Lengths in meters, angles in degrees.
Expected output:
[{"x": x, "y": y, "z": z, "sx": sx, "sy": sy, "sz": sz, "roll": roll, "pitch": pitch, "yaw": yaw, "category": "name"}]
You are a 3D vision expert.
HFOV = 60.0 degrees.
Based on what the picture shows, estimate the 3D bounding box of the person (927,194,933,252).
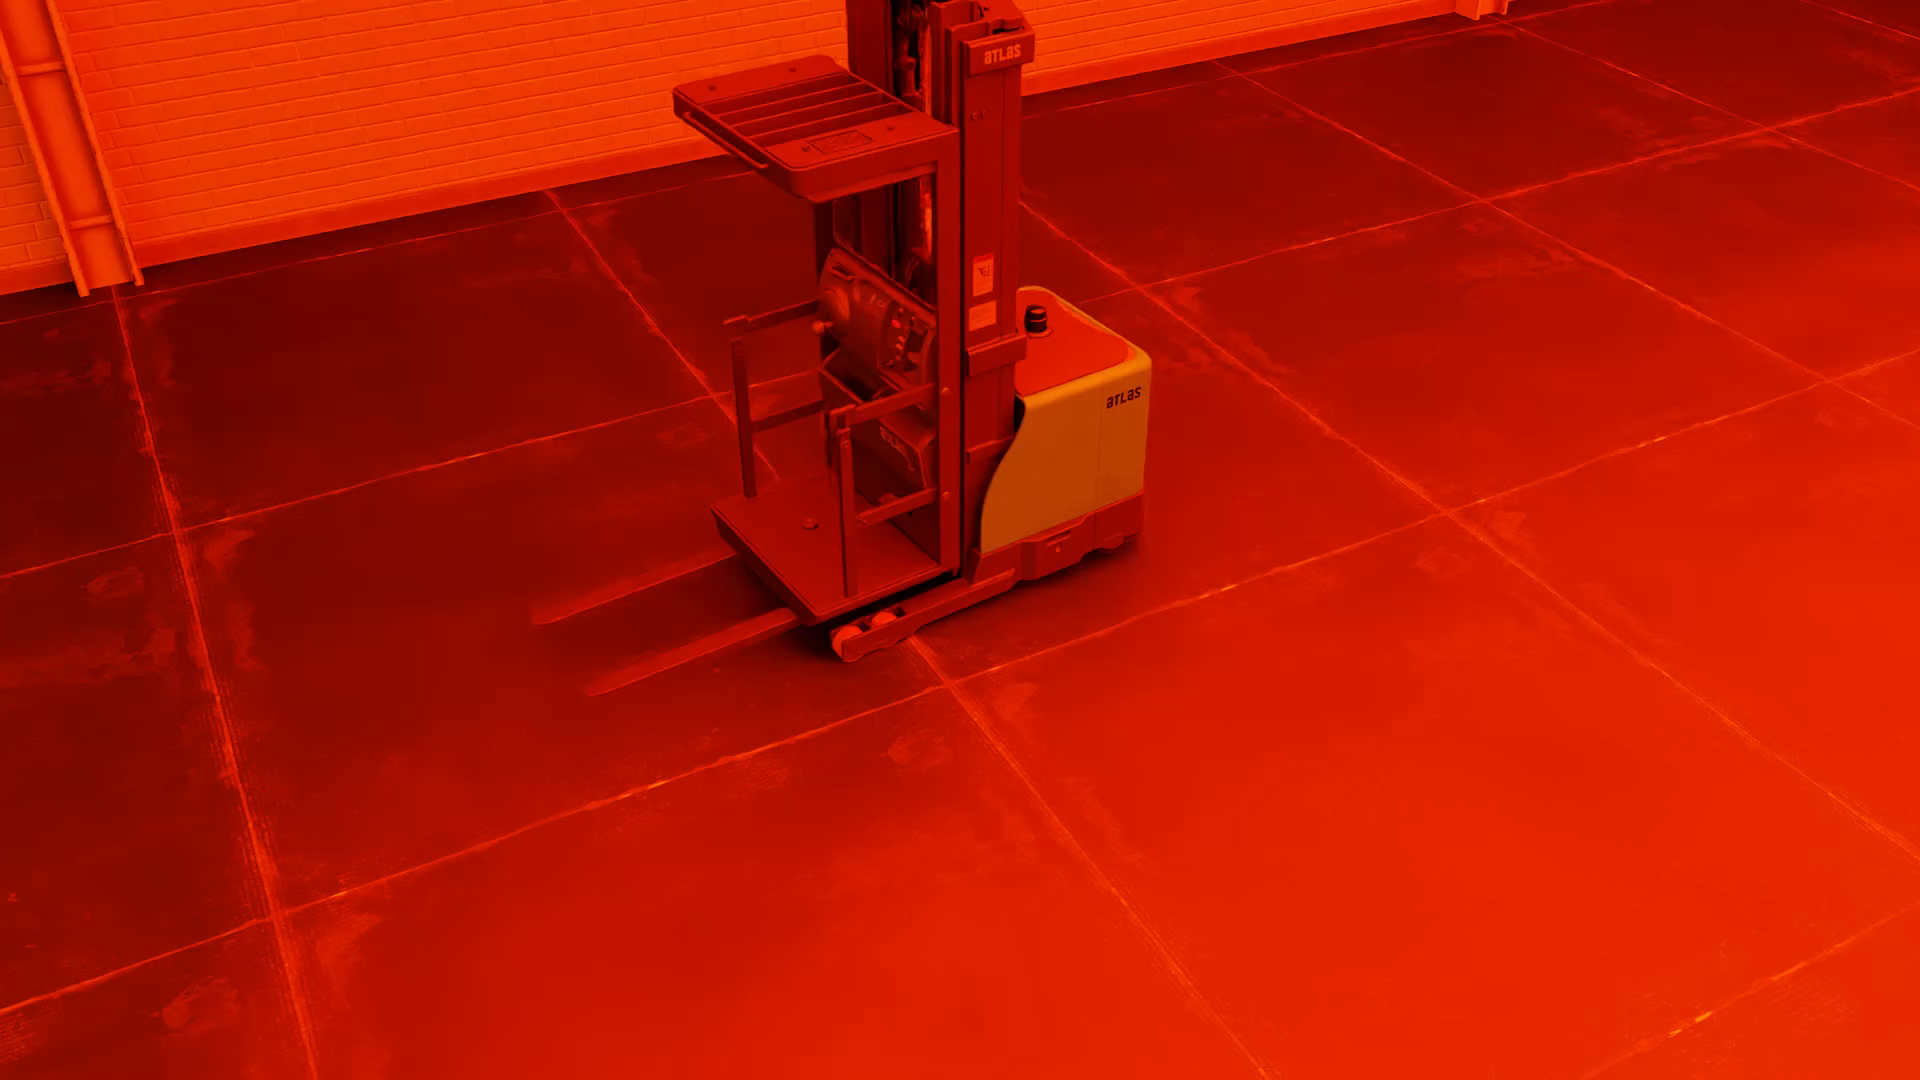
[{"x": -0.325, "y": -2.039, "z": 10.315, "sx": 0.708, "sy": 1.463, "sz": 0.718, "roll": 29, "pitch": 44, "yaw": 34, "category": "person"}]

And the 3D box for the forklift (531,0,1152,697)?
[{"x": -0.558, "y": -0.971, "z": 7.497, "sx": 3.031, "sy": 2.935, "sz": 1.130, "roll": -21, "pitch": 40, "yaw": -27, "category": "forklift"}]
